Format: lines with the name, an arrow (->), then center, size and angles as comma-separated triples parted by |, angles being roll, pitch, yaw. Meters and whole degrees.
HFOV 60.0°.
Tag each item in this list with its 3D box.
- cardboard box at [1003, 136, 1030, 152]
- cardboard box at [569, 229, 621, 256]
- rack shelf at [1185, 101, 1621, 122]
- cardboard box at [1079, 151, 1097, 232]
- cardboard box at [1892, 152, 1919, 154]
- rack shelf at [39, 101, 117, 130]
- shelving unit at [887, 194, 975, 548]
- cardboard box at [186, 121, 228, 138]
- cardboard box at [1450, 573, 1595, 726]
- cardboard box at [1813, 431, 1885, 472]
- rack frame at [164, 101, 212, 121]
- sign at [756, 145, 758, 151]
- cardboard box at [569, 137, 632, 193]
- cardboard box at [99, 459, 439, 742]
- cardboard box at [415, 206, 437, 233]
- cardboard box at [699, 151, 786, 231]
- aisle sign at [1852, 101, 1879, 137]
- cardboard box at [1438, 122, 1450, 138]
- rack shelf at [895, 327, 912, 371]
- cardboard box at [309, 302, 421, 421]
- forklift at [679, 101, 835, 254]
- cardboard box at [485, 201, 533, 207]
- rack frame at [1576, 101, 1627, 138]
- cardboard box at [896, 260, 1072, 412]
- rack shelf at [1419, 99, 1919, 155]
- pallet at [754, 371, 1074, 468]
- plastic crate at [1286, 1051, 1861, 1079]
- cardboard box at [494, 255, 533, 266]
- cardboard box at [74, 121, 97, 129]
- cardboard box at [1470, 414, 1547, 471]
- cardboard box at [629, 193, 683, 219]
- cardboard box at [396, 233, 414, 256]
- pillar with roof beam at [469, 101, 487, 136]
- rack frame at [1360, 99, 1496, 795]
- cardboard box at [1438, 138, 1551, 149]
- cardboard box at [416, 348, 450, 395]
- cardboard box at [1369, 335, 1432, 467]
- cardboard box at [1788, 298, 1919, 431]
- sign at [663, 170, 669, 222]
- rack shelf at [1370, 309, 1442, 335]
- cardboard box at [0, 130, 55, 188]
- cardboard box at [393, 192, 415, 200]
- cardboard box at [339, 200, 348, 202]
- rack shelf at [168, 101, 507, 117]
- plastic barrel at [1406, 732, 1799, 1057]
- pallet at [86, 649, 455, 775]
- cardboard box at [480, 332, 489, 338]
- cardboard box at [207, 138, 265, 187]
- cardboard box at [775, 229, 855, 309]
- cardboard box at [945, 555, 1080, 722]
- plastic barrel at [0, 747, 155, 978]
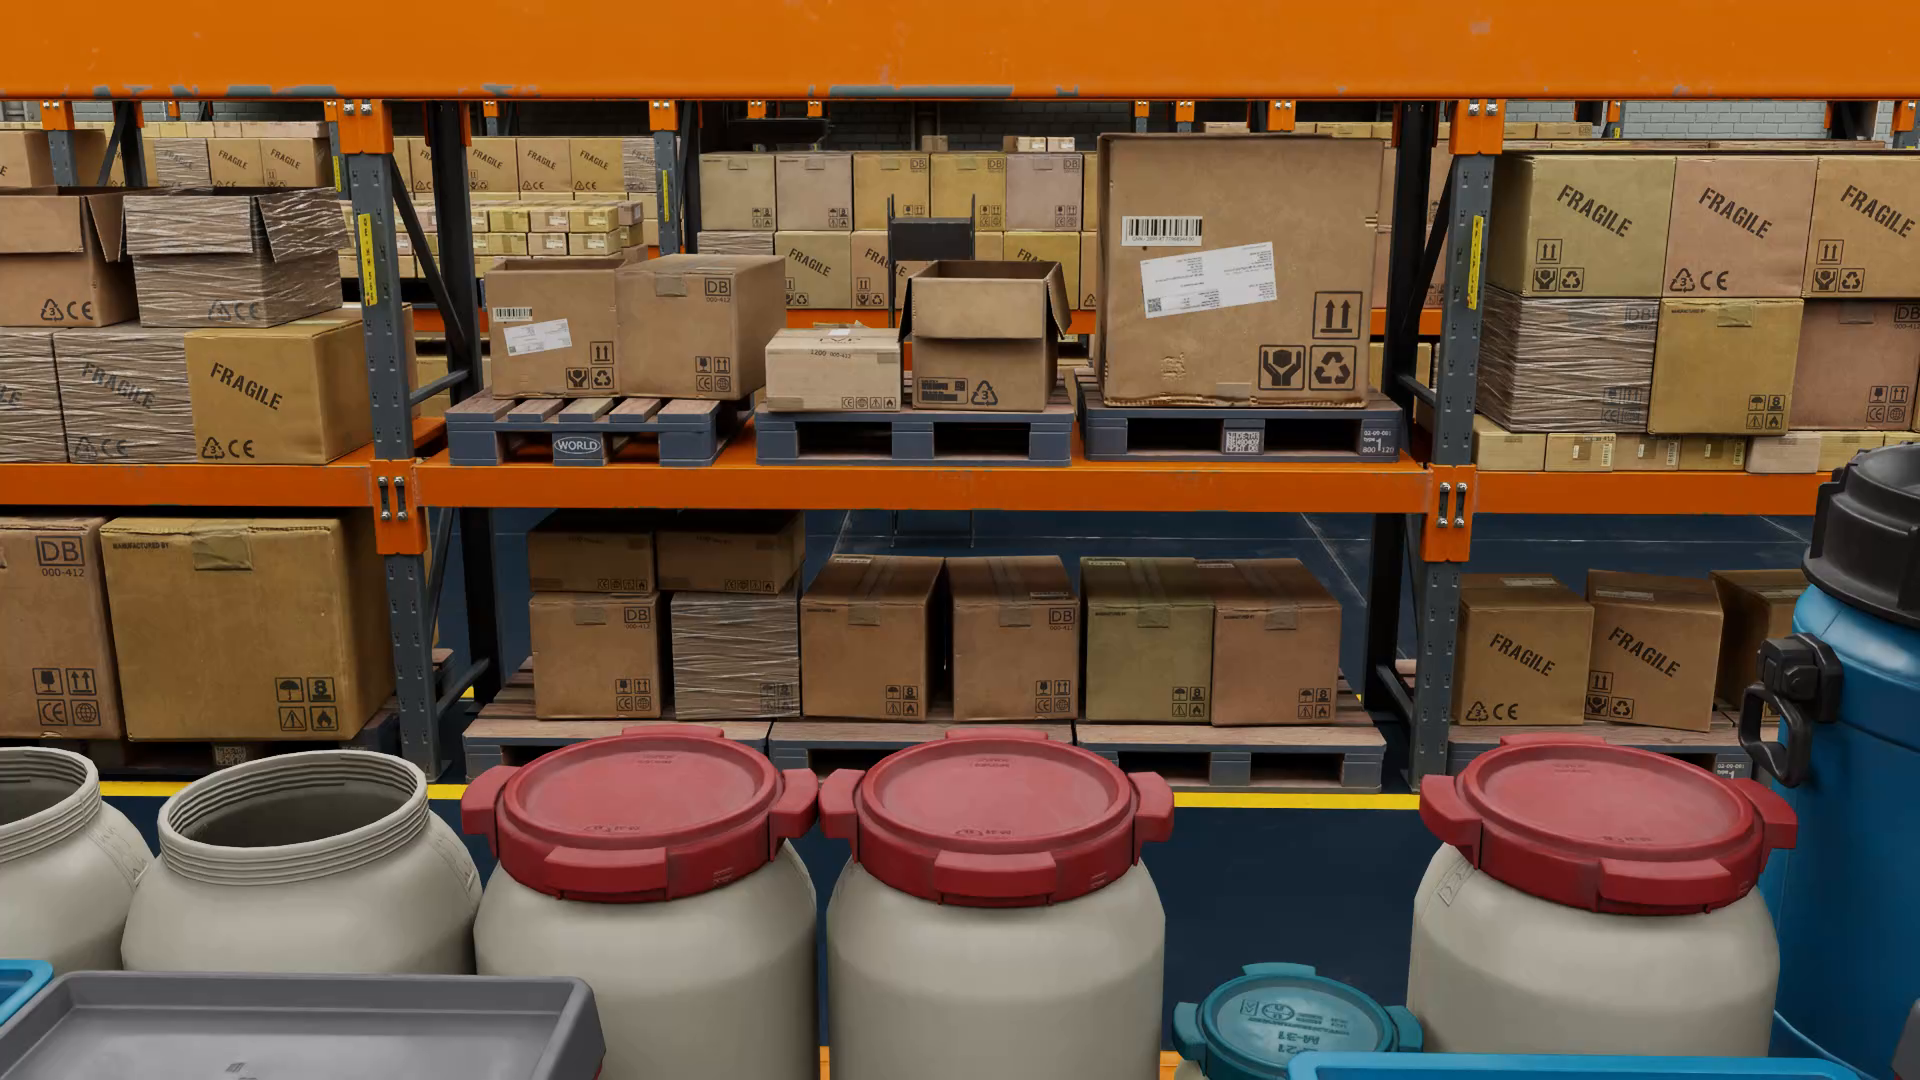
cardboard box -> 0.558, -3.885, 16.312 | 0.250, 0.149, 0.380 | 1, 15, 5
cardboard box -> -2.422, -1.978, 11.042 | 0.250, 0.149, 0.380 | 1, 15, 3
rack shelf -> 4.107, -4.192, 15.878 | 4.000, 0.370, 1.077 | 0, 15, 1
cardboard box -> 1.071, -2.376, 11.308 | 0.500, 0.500, 0.700 | 0, 15, 0
cardboard box -> 3.798, -1.176, 6.179 | 0.500, 0.500, 0.500 | 0, 15, 1
rack shelf -> -7.915, -3.007, 11.387 | 4.000, 0.370, 1.077 | 0, 15, 1
shelving unit -> -0.165, -1.016, 10.076 | 0.503, 2.100, 0.431 | 0, 15, 1
cardboard box -> -7.220, -3.944, 15.980 | 0.250, 0.149, 0.380 | 0, 15, 1
cardboard box -> 2.253, 0.443, 6.856 | 0.500, 0.500, 0.500 | 0, 15, 0
cardboard box -> 3.312, -0.374, 6.368 | 0.250, 0.149, 0.380 | 0, 15, 1
rack frame -> -9.766, -4.446, 21.312 | 0.127, 3.000, 1.000 | 0, 15, 1
sign -> -1.902, -3.547, 15.633 | 0.005, 0.325, 0.100 | 0, 15, 1
cardboard box -> -3.424, -3.603, 15.960 | 0.500, 0.500, 0.500 | 0, 15, 1
cardboard box -> -2.834, 0.213, 6.993 | 0.875, 0.875, 1.225 | 0, 15, -1
cardboard box -> -3.439, -2.129, 11.031 | 0.250, 0.149, 0.380 | 0, 15, 1
cardboard box -> -1.468, -2.392, 11.369 | 0.500, 0.500, 0.700 | 0, 15, 1
aisle sign -> 6.159, -3.146, 11.289 | 0.004, 0.787, 0.394 | 0, 15, 1
cardboard box -> 4.572, -3.682, 15.676 | 0.500, 0.500, 0.700 | 0, 15, 1
rack shelf -> -0.165, -1.003, 10.080 | 0.480, 0.518, 0.431 | 0, 15, 1
cardboard box -> -2.623, -0.722, 7.000 | 0.500, 0.500, 0.500 | 1, 15, 3
forklift -> -1.520, -2.410, 13.728 | 3.031, 2.935, 1.130 | -1, 15, -2
cardboard box -> -3.152, -2.293, 11.653 | 0.250, 0.149, 0.380 | 0, 15, -1
rack frame -> 6.106, -3.076, 16.119 | 0.127, 3.000, 1.000 | 0, 15, 1
cardboard box -> 0.119, -0.816, 6.526 | 0.637, 0.503, 0.797 | 2, 15, 7
rack shelf -> 3.854, -1.664, 6.299 | 4.000, 0.370, 1.077 | 0, 15, 1
pallet -> -0.164, -0.506, 6.753 | 1.213, 0.211, 1.003 | 0, 15, 1
plastic crate -> 0.617, 0.768, 1.580 | 0.575, 0.384, 0.392 | 0, 15, 1
cardboard box -> -2.927, -1.836, 11.090 | 0.250, 0.149, 0.380 | 1, 15, 2
cardboard box -> -8.493, -3.953, 16.016 | 0.250, 0.149, 0.380 | 1, 15, 2
cardboard box -> 2.062, -0.375, 6.375 | 0.250, 0.149, 0.380 | 0, 15, 1
cardboard box -> -2.894, -3.238, 16.048 | 0.500, 0.250, 0.500 | 0, 15, 0
cardboard box -> -3.712, -1.986, 11.072 | 0.250, 0.149, 0.380 | 1, 15, 3
pillar with roof beam -> -6.550, -6.457, 17.176 | 0.400, 9.000, 9.100 | 0, 15, 1
rack frame -> 1.854, -0.575, 6.639 | 0.127, 3.000, 1.000 | 0, 15, 1
cardboard box -> 3.539, -2.410, 11.184 | 0.550, 0.550, 0.875 | 0, 15, 1
cardboard box -> -3.620, -1.168, 11.493 | 0.500, 0.250, 0.500 | 1, 15, 3
cardboard box -> 2.709, -0.993, 11.565 | 0.875, 0.875, 0.875 | 1, 15, 2
cardboard box -> 3.304, -0.759, 6.556 | 0.500, 0.500, 0.875 | 0, 15, 1
sign -> -1.921, -2.248, 10.867 | 0.005, 0.325, 0.100 | 0, 15, 1
rack shelf -> 4.081, -1.478, 11.473 | 4.000, 0.370, 1.077 | 0, 15, 1
cardboard box -> -6.392, -2.501, 11.201 | 0.500, 0.500, 0.500 | 0, 15, -1
cardboard box -> -5.457, -3.249, 16.088 | 0.500, 0.250, 0.500 | 0, 15, 0
cardboard box -> -4.474, -2.300, 11.680 | 0.250, 0.149, 0.380 | 0, 15, 0
rack shelf -> -7.766, -5.536, 20.972 | 4.000, 0.370, 1.077 | 0, 15, 1
plastic barrel -> 0.777, 0.560, 2.070 | 0.433, 0.535, 0.433 | 0, 15, 0
pallet -> -2.930, 0.723, 7.186 | 1.213, 0.211, 1.003 | 0, 15, 1
cardboard box -> -4.365, -2.342, 16.680 | 0.875, 0.875, 0.875 | 1, 15, 3
cardboard box -> -6.876, -3.624, 16.041 | 0.500, 0.500, 0.500 | 0, 15, 1
cardboard box -> -0.966, -1.839, 11.235 | 0.500, 0.500, 0.500 | 0, 15, 1
cardboard box -> 0.206, 0.400, 6.981 | 0.500, 0.500, 0.700 | -1, 15, -3
plastic barrel -> -1.237, 0.560, 2.117 | 0.421, 0.512, 0.421 | 0, 15, 0
